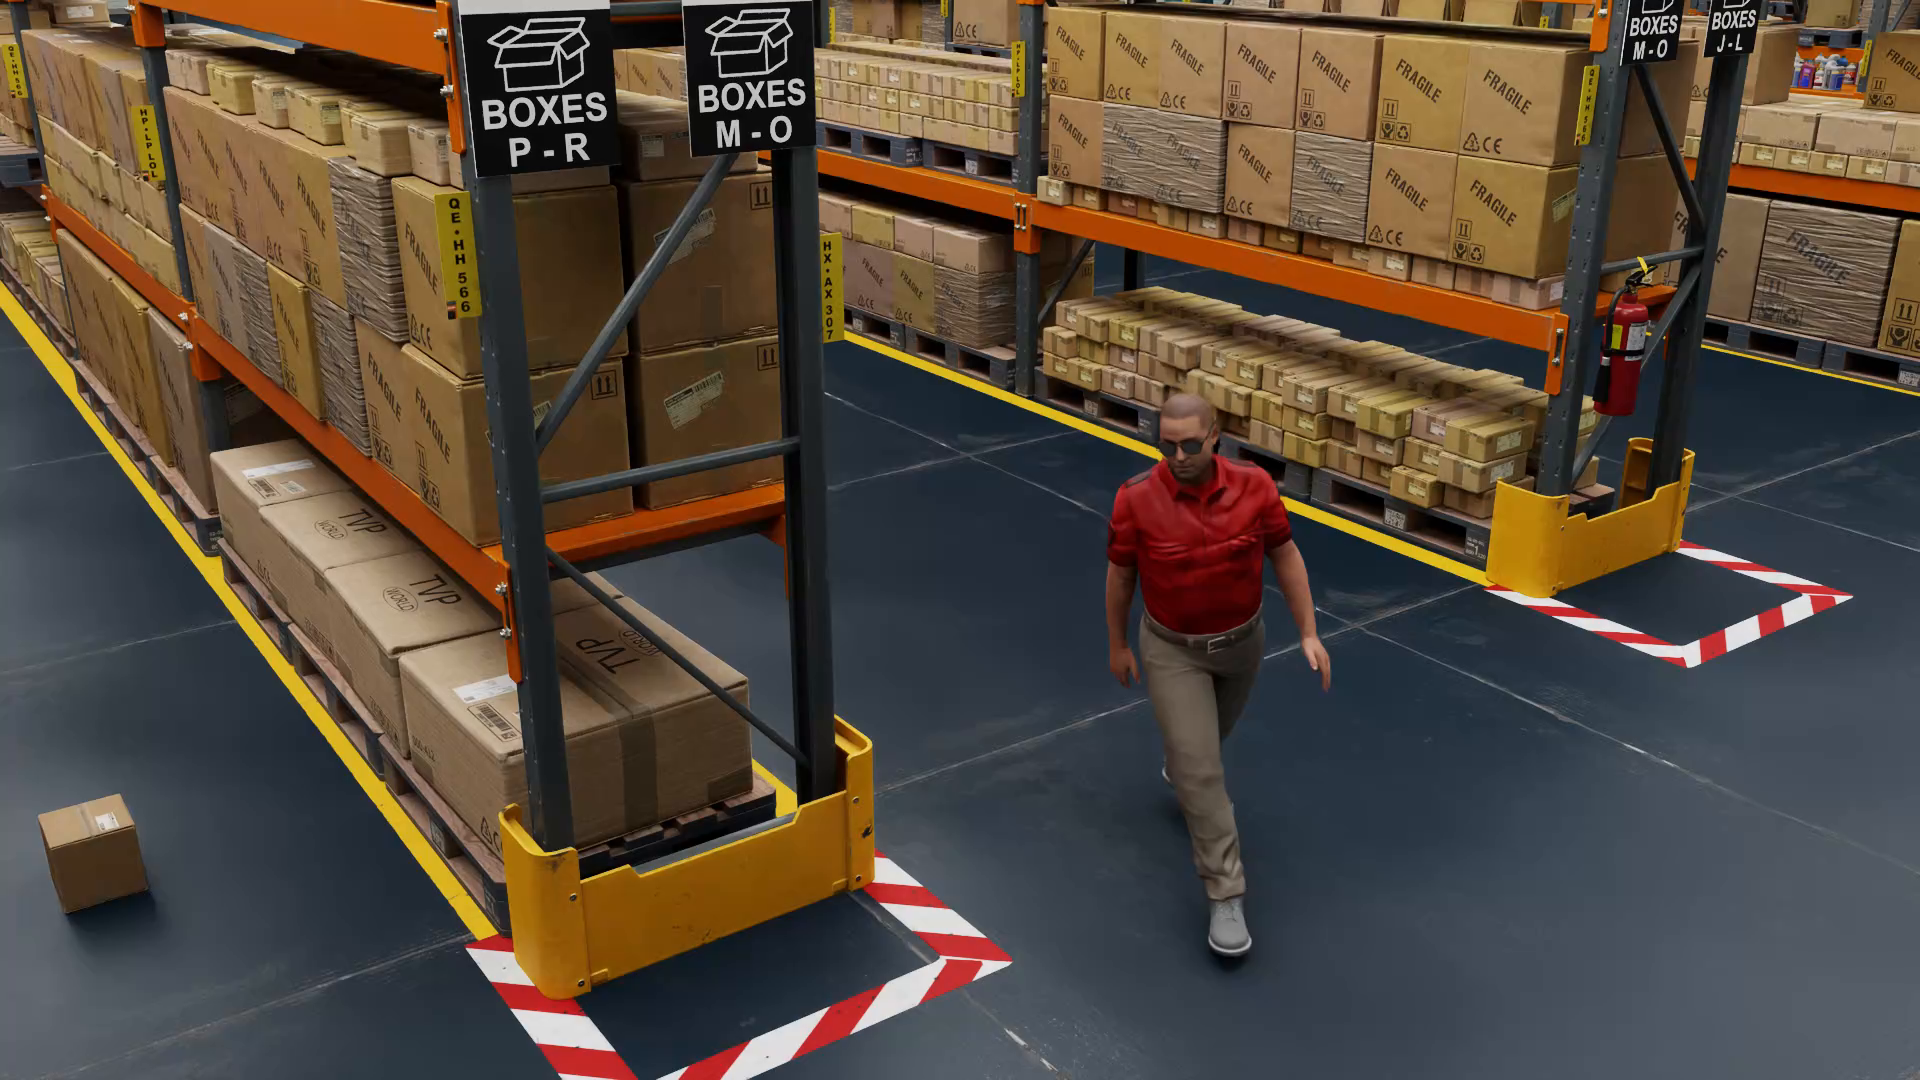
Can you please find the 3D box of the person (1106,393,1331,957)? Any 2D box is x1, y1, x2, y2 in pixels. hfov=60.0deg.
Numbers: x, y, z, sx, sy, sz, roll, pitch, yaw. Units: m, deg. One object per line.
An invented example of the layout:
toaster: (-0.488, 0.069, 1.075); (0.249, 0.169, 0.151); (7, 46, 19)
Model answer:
person: (0.794, 0.334, 5.267); (0.620, 1.661, 1.056); (-6, 22, -16)
